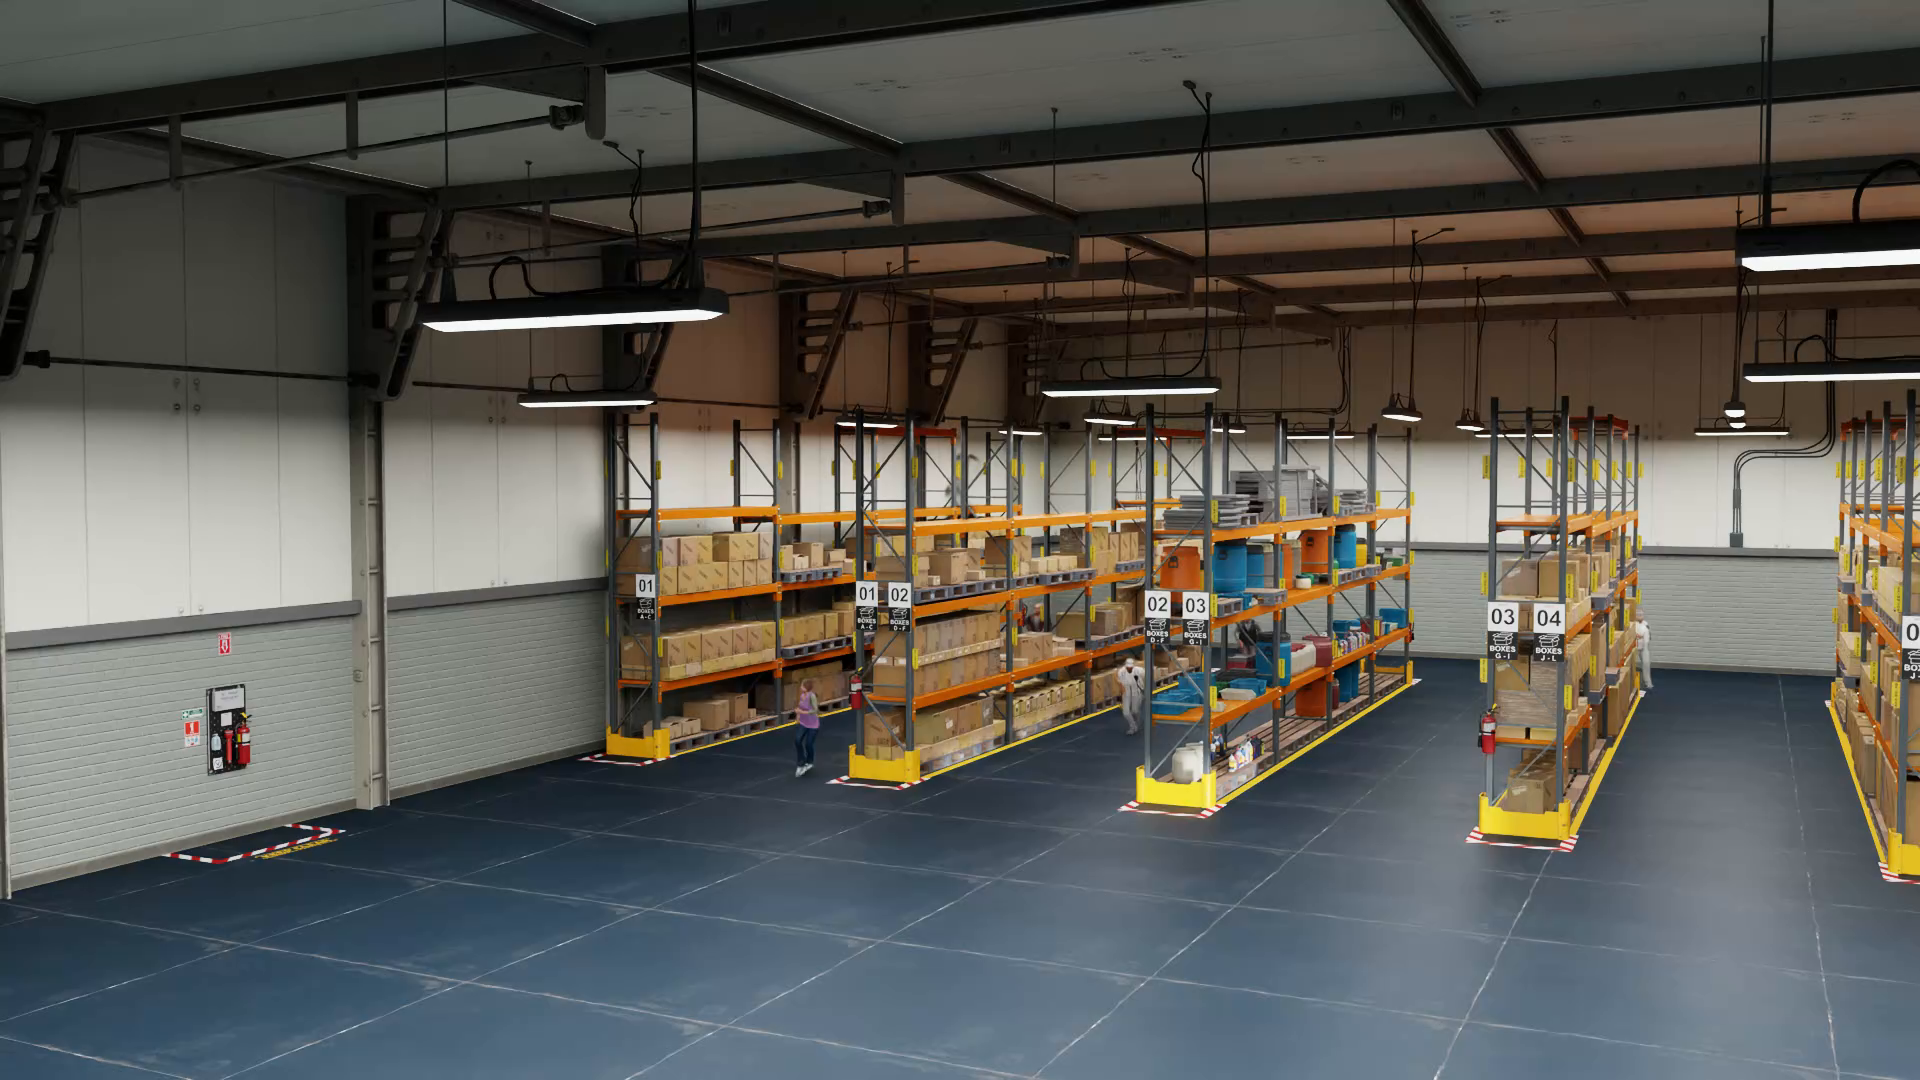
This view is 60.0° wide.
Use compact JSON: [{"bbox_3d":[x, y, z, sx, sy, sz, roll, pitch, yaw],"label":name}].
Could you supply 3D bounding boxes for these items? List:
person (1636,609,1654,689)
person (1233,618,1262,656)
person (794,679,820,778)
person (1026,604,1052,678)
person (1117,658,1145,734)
[{"bbox_3d":[15.654,2.482,38.363,0.679,1.791,0.993,0,2,-11],"label":"person"},{"bbox_3d":[6.826,2.506,39.379,0.683,1.687,0.558,0,2,5],"label":"person"},{"bbox_3d":[-2.512,3.063,27.249,0.576,1.595,0.619,1,3,28],"label":"person"},{"bbox_3d":[1.913,2.425,40.381,0.689,1.766,1.004,1,2,16],"label":"person"},{"bbox_3d":[3.287,2.945,31.377,0.635,1.493,0.814,1,3,17],"label":"person"}]
